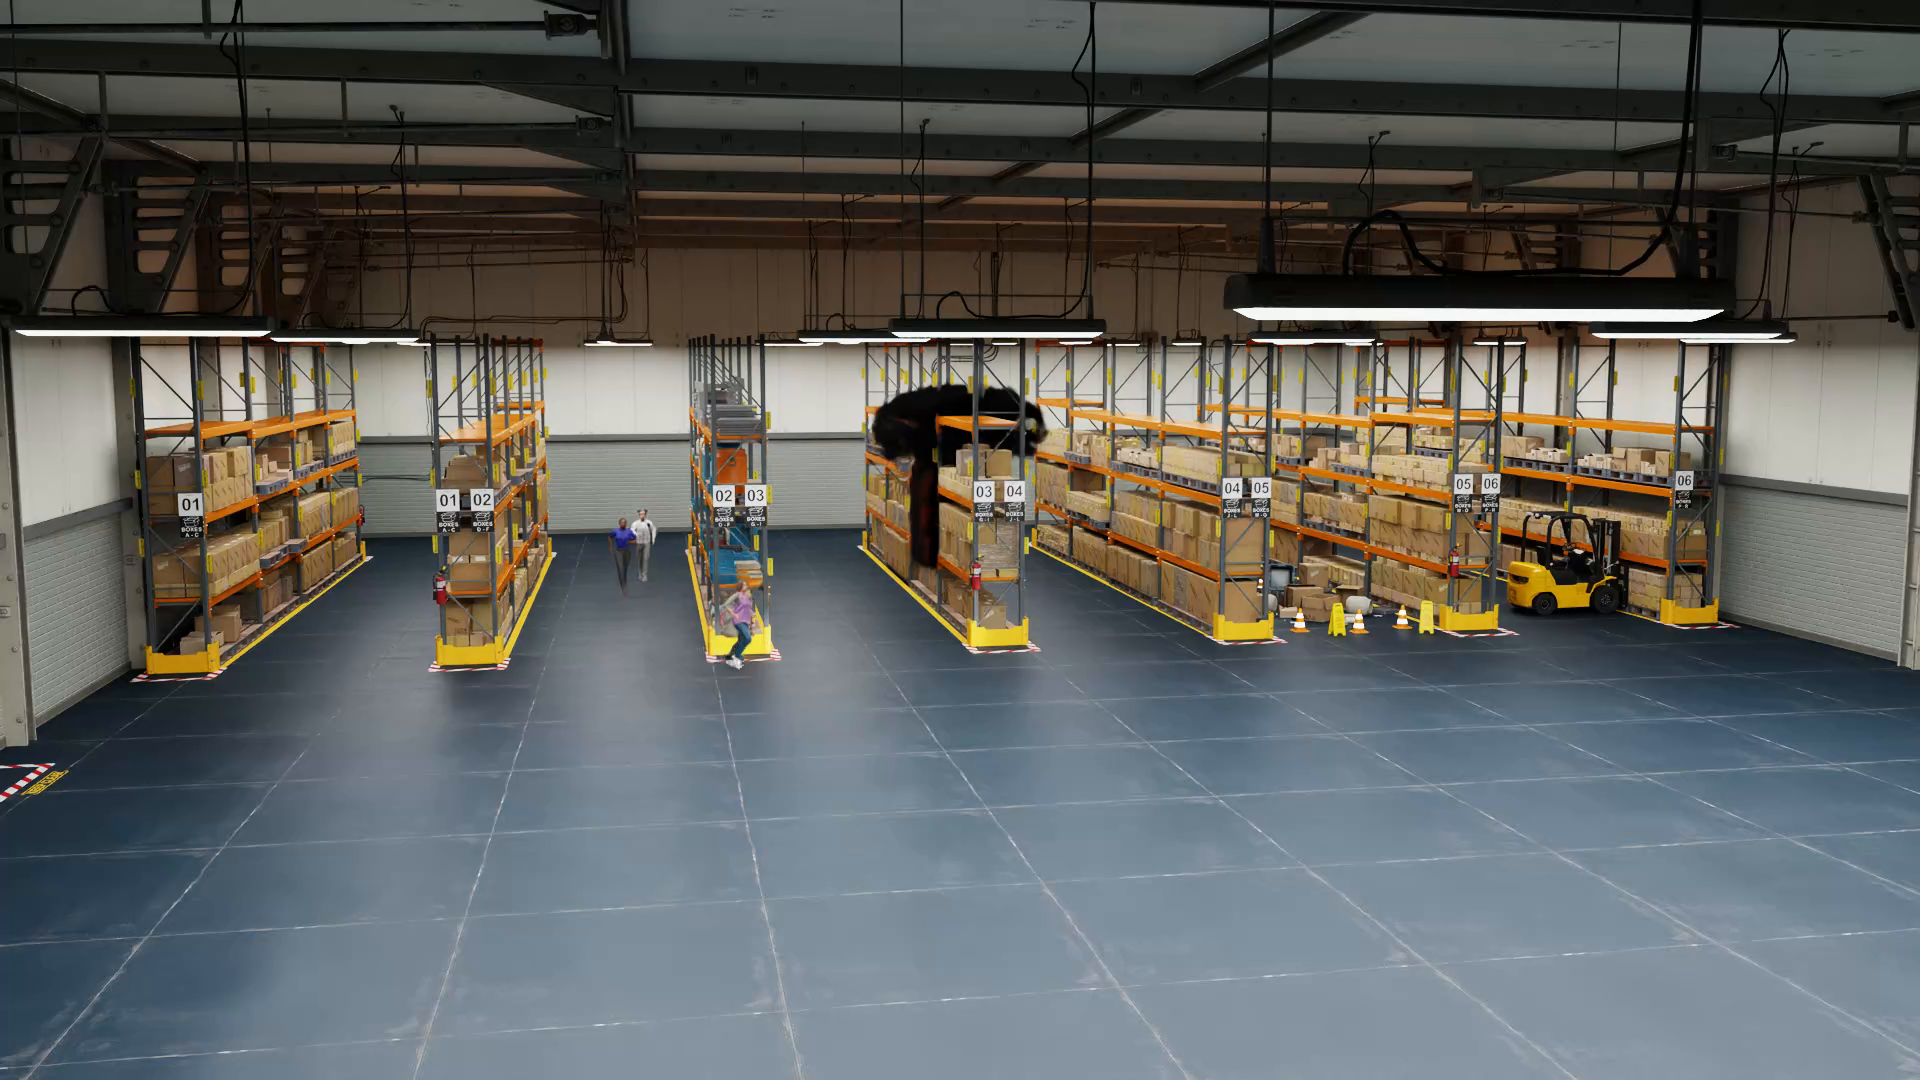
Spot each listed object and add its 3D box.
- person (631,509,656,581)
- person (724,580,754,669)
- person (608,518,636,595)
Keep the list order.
[{"bbox_3d":[-7.459,0.108,39.137,0.628,1.719,0.804,-1,7,-12],"label":"person"},{"bbox_3d":[-3.941,1.518,29.928,0.561,1.571,0.570,3,7,25],"label":"person"},{"bbox_3d":[-7.514,0.340,37.105,0.559,1.694,0.814,-3,7,-24],"label":"person"}]
